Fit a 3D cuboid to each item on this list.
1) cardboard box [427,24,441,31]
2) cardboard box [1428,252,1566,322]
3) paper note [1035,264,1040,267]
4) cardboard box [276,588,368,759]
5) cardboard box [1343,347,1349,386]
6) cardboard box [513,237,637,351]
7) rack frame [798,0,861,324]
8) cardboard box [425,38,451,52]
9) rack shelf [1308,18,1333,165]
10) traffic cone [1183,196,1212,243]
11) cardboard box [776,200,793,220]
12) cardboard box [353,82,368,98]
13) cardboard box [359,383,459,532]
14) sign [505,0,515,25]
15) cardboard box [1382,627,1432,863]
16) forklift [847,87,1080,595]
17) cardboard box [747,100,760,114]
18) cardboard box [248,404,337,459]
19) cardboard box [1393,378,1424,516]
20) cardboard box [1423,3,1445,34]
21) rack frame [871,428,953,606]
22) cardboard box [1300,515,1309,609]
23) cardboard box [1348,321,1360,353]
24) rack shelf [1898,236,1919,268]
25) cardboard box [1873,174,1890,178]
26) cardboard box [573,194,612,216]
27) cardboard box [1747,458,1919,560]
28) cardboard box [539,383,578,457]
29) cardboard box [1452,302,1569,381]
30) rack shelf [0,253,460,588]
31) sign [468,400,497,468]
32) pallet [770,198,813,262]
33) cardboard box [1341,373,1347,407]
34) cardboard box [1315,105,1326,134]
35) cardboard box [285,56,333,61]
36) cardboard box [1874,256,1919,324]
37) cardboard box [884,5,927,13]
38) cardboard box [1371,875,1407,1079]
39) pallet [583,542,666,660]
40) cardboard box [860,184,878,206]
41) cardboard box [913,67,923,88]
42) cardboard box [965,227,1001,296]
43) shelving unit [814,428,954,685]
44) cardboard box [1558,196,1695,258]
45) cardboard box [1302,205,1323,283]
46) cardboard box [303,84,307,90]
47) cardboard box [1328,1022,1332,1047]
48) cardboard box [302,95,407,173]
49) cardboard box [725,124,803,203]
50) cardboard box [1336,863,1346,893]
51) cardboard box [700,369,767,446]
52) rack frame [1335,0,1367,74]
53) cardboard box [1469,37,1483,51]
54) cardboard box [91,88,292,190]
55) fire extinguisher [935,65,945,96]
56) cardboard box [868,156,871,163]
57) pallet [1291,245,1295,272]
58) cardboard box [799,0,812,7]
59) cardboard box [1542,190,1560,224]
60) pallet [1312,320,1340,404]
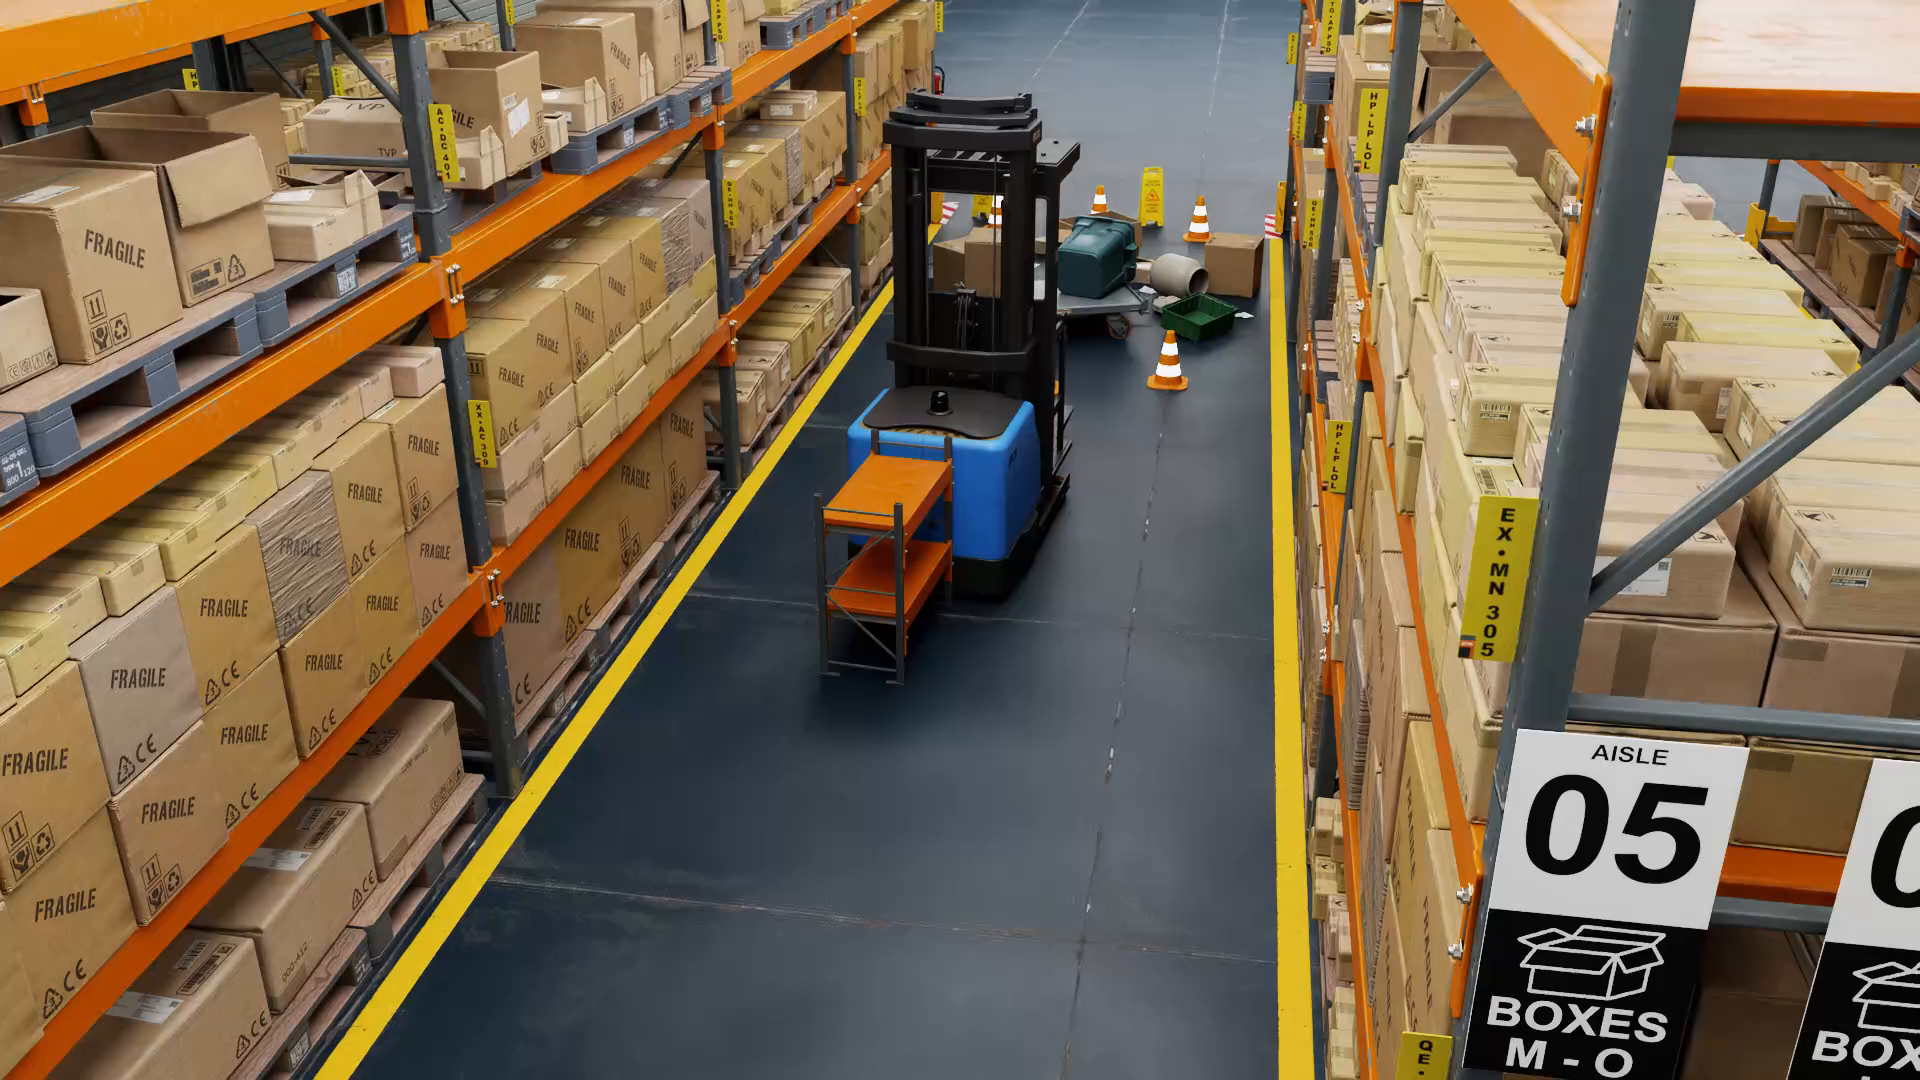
[{"bbox_3d":[-6.048,-5.698,18.650,0.380,0.149,0.250,5,26,10],"label":"cardboard box"},{"bbox_3d":[1.581,-0.731,4.851,0.380,0.149,0.250,3,25,7],"label":"cardboard box"},{"bbox_3d":[0.743,-2.886,17.393,0.148,0.019,0.142,13,28,26],"label":"paper note"},{"bbox_3d":[-2.711,0.498,6.530,0.500,0.500,0.500,4,25,8],"label":"cardboard box"},{"bbox_3d":[2.327,-0.952,9.195,0.380,0.149,0.250,4,25,8],"label":"cardboard box"},{"bbox_3d":[-2.167,-1.398,9.402,0.500,0.500,0.500,4,25,8],"label":"cardboard box"},{"bbox_3d":[-1.433,-3.441,15.063,1.000,3.000,0.127,4,25,9],"label":"rack frame"},{"bbox_3d":[-5.637,-5.225,17.641,0.380,0.149,0.250,5,25,10],"label":"cardboard box"},{"bbox_3d":[3.140,-3.337,12.151,1.077,0.370,4.000,4,25,9],"label":"rack shelf"},{"bbox_3d":[2.633,-3.541,18.269,0.336,0.463,0.334,4,25,9],"label":"traffic cone"},{"bbox_3d":[-1.539,-2.640,13.153,0.380,0.149,0.250,5,26,10],"label":"cardboard box"},{"bbox_3d":[-5.978,-4.346,16.114,0.380,0.149,0.250,5,25,10],"label":"cardboard box"},{"bbox_3d":[-2.545,-0.377,7.220,0.500,0.500,0.500,4,25,8],"label":"cardboard box"},{"bbox_3d":[-5.144,-6.045,18.980,0.100,0.325,0.005,4,25,9],"label":"sign"},{"bbox_3d":[1.494,0.607,4.767,0.500,0.500,0.500,5,26,11],"label":"cardboard box"},{"bbox_3d":[0.162,-1.584,11.177,1.130,2.935,3.031,6,26,13],"label":"forklift"},{"bbox_3d":[-1.874,-3.426,14.066,0.500,0.500,0.500,4,25,9],"label":"cardboard box"},{"bbox_3d":[-2.701,-0.423,6.553,0.380,0.149,0.250,4,25,8],"label":"cardboard box"},{"bbox_3d":[1.557,-0.265,4.916,0.500,0.250,0.500,5,26,11],"label":"cardboard box"},{"bbox_3d":[3.148,-3.309,10.734,0.500,0.311,0.500,4,25,9],"label":"cardboard box"},{"bbox_3d":[-0.291,-0.130,10.201,0.500,1.125,0.032,7,26,14],"label":"rack frame"},{"bbox_3d":[2.288,0.178,9.784,0.500,0.500,0.500,3,25,7],"label":"cardboard box"},{"bbox_3d":[2.333,-1.084,9.126,0.380,0.149,0.250,5,26,10],"label":"cardboard box"},{"bbox_3d":[8.017,-1.592,11.962,1.077,0.370,4.000,4,25,9],"label":"rack shelf"},{"bbox_3d":[8.341,-3.163,14.766,0.380,0.149,0.250,4,25,9],"label":"cardboard box"},{"bbox_3d":[-2.480,-1.869,10.407,0.500,0.500,0.500,4,25,9],"label":"cardboard box"},{"bbox_3d":[1.842,-0.044,3.385,0.380,0.149,0.250,5,26,11],"label":"cardboard box"},{"bbox_3d":[-2.333,-0.638,8.663,0.500,0.250,0.500,4,25,9],"label":"cardboard box"},{"bbox_3d":[1.510,-0.512,4.384,0.380,0.149,0.250,5,25,10],"label":"cardboard box"},{"bbox_3d":[-3.068,-0.292,5.645,1.077,0.370,4.000,4,25,9],"label":"rack shelf"},{"bbox_3d":[-2.193,-0.485,7.634,0.100,0.325,0.005,4,25,9],"label":"sign"},{"bbox_3d":[-1.804,-2.512,13.305,1.003,0.211,1.213,4,25,9],"label":"pallet"},{"bbox_3d":[2.326,-0.816,9.256,0.380,0.149,0.250,4,25,9],"label":"cardboard box"},{"bbox_3d":[3.561,-3.849,14.485,0.875,0.550,0.550,4,25,9],"label":"cardboard box"},{"bbox_3d":[-6.486,-4.734,16.592,0.380,0.149,0.250,4,25,7],"label":"cardboard box"},{"bbox_3d":[8.534,-2.217,14.902,0.500,0.500,0.500,13,28,25],"label":"cardboard box"},{"bbox_3d":[-0.738,-5.307,17.401,0.700,0.500,0.500,4,25,9],"label":"cardboard box"},{"bbox_3d":[1.414,1.278,4.514,0.500,0.500,0.500,4,25,8],"label":"cardboard box"},{"bbox_3d":[-2.492,0.328,10.300,1.003,0.211,1.213,4,25,9],"label":"pallet"},{"bbox_3d":[-0.991,-3.296,15.851,0.380,0.149,0.250,4,25,9],"label":"cardboard box"},{"bbox_3d":[-0.683,-4.839,17.581,0.500,0.500,0.500,4,25,9],"label":"cardboard box"},{"bbox_3d":[0.328,-2.541,15.196,0.500,0.500,0.500,4,25,9],"label":"cardboard box"},{"bbox_3d":[-0.424,0.078,9.756,0.538,1.125,1.048,7,26,14],"label":"shelving unit"},{"bbox_3d":[2.187,-1.024,5.479,0.380,0.149,0.250,5,26,10],"label":"cardboard box"},{"bbox_3d":[2.786,-2.137,12.160,0.500,0.500,0.500,4,25,8],"label":"cardboard box"},{"bbox_3d":[-6.525,-4.382,16.190,0.380,0.149,0.250,3,25,7],"label":"cardboard box"},{"bbox_3d":[1.611,1.982,6.345,0.380,0.149,0.250,3,25,7],"label":"cardboard box"},{"bbox_3d":[-2.804,-1.987,8.028,0.500,0.311,0.500,4,25,9],"label":"cardboard box"},{"bbox_3d":[-1.537,-2.960,13.072,0.500,0.500,0.500,3,25,7],"label":"cardboard box"},{"bbox_3d":[1.831,1.413,7.209,0.380,0.149,0.250,4,25,9],"label":"cardboard box"},{"bbox_3d":[-1.985,-1.004,12.461,0.950,0.372,0.625,2,25,5],"label":"cardboard box"},{"bbox_3d":[2.813,-4.185,9.575,1.000,3.000,0.127,4,25,9],"label":"rack frame"},{"bbox_3d":[2.813,-2.491,8.475,0.396,0.266,0.258,4,25,9],"label":"cardboard box"},{"bbox_3d":[-3.044,-1.503,6.653,0.500,0.500,0.500,4,25,9],"label":"cardboard box"},{"bbox_3d":[-0.306,-5.095,18.688,0.296,0.674,0.183,4,25,9],"label":"fire extinguisher"},{"bbox_3d":[-1.062,-3.659,15.826,0.380,0.149,0.250,4,25,8],"label":"cardboard box"},{"bbox_3d":[3.865,-2.702,16.773,1.003,0.211,1.213,4,25,9],"label":"pallet"},{"bbox_3d":[-1.474,-4.456,13.375,0.500,0.250,0.500,4,25,9],"label":"cardboard box"},{"bbox_3d":[2.335,-1.101,6.113,0.500,0.250,0.500,3,25,6],"label":"cardboard box"},{"bbox_3d":[2.802,-1.075,10.235,1.213,0.211,1.003,4,25,9],"label":"pallet"}]
